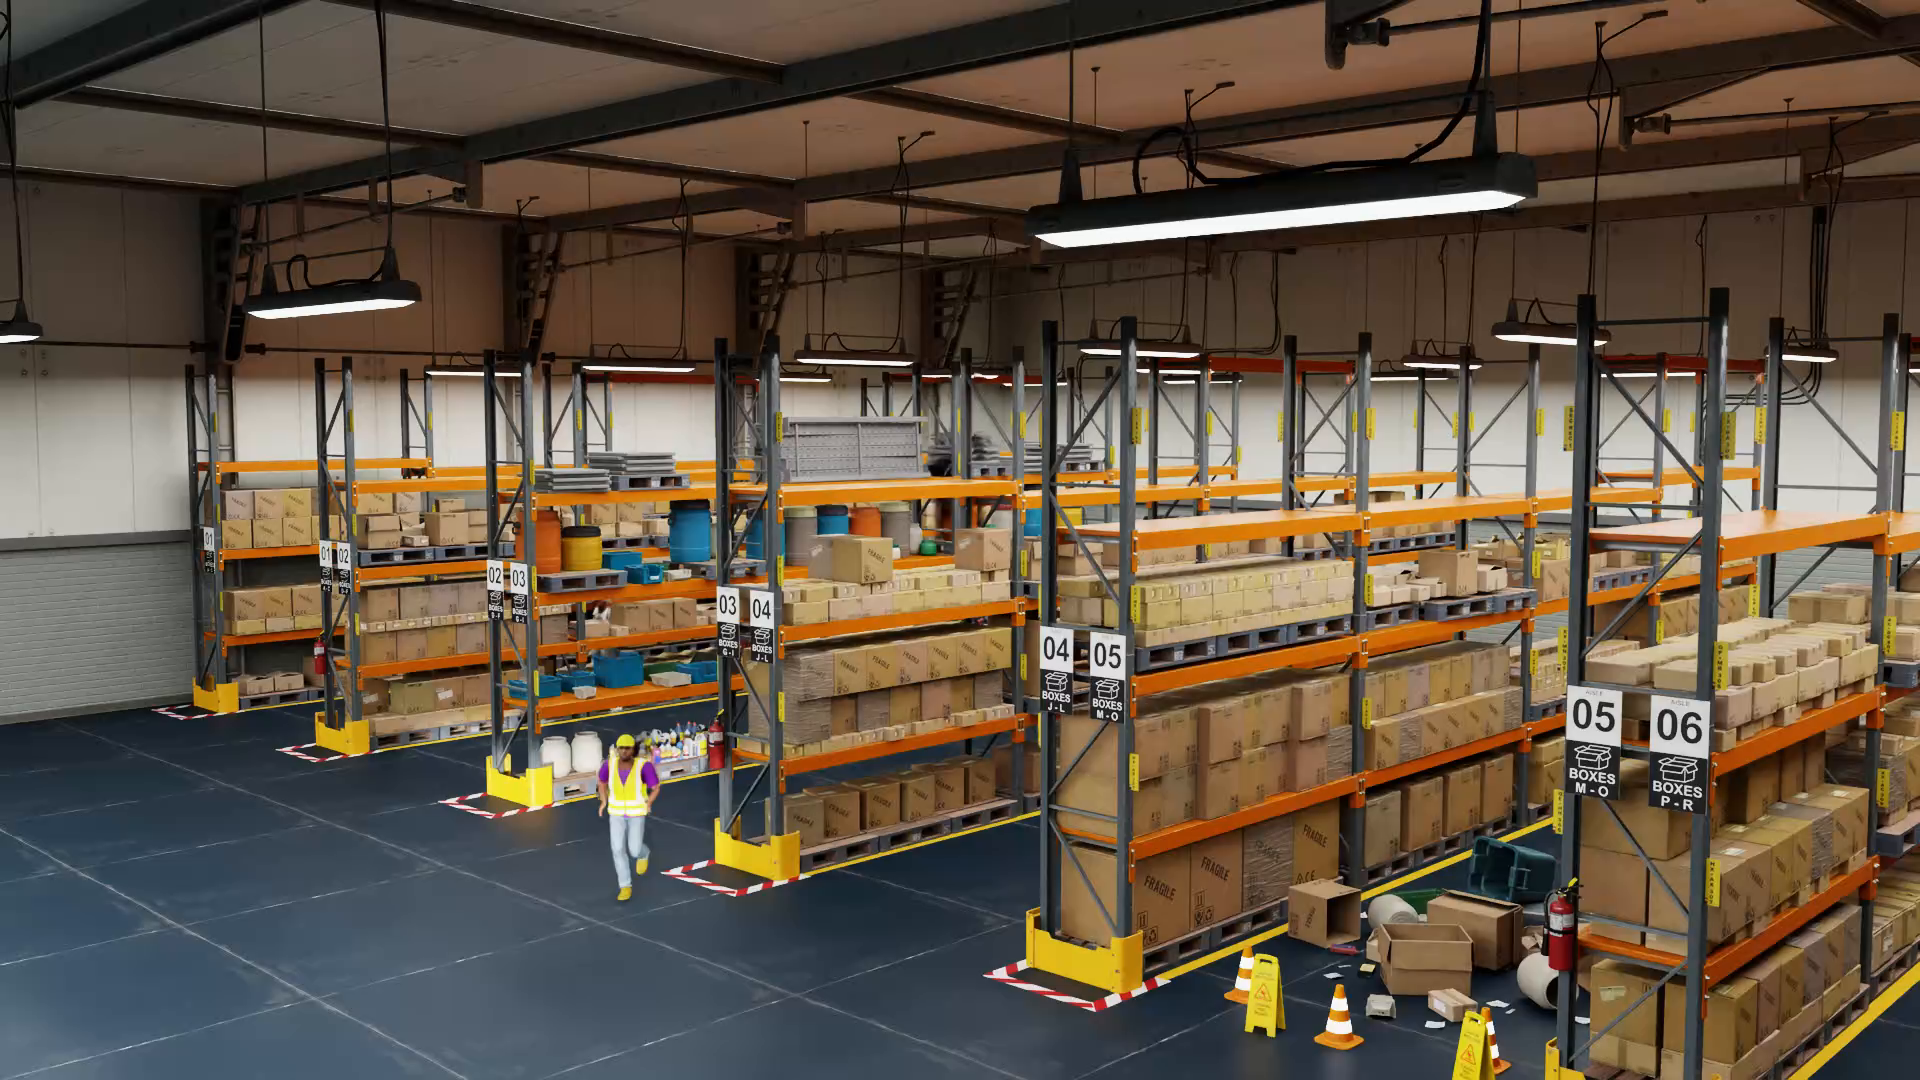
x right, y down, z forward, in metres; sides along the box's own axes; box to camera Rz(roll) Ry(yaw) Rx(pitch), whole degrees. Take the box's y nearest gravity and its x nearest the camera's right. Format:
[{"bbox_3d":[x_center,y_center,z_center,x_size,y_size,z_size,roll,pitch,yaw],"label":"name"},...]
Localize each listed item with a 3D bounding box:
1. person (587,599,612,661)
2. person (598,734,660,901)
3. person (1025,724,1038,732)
[{"bbox_3d":[-6.808,1.880,31.549,0.680,1.729,0.617,3,5,36],"label":"person"},{"bbox_3d":[-3.571,2.932,17.935,0.681,1.740,0.850,0,4,0],"label":"person"},{"bbox_3d":[1.065,2.415,25.760,0.619,1.630,0.841,4,6,40],"label":"person"}]
